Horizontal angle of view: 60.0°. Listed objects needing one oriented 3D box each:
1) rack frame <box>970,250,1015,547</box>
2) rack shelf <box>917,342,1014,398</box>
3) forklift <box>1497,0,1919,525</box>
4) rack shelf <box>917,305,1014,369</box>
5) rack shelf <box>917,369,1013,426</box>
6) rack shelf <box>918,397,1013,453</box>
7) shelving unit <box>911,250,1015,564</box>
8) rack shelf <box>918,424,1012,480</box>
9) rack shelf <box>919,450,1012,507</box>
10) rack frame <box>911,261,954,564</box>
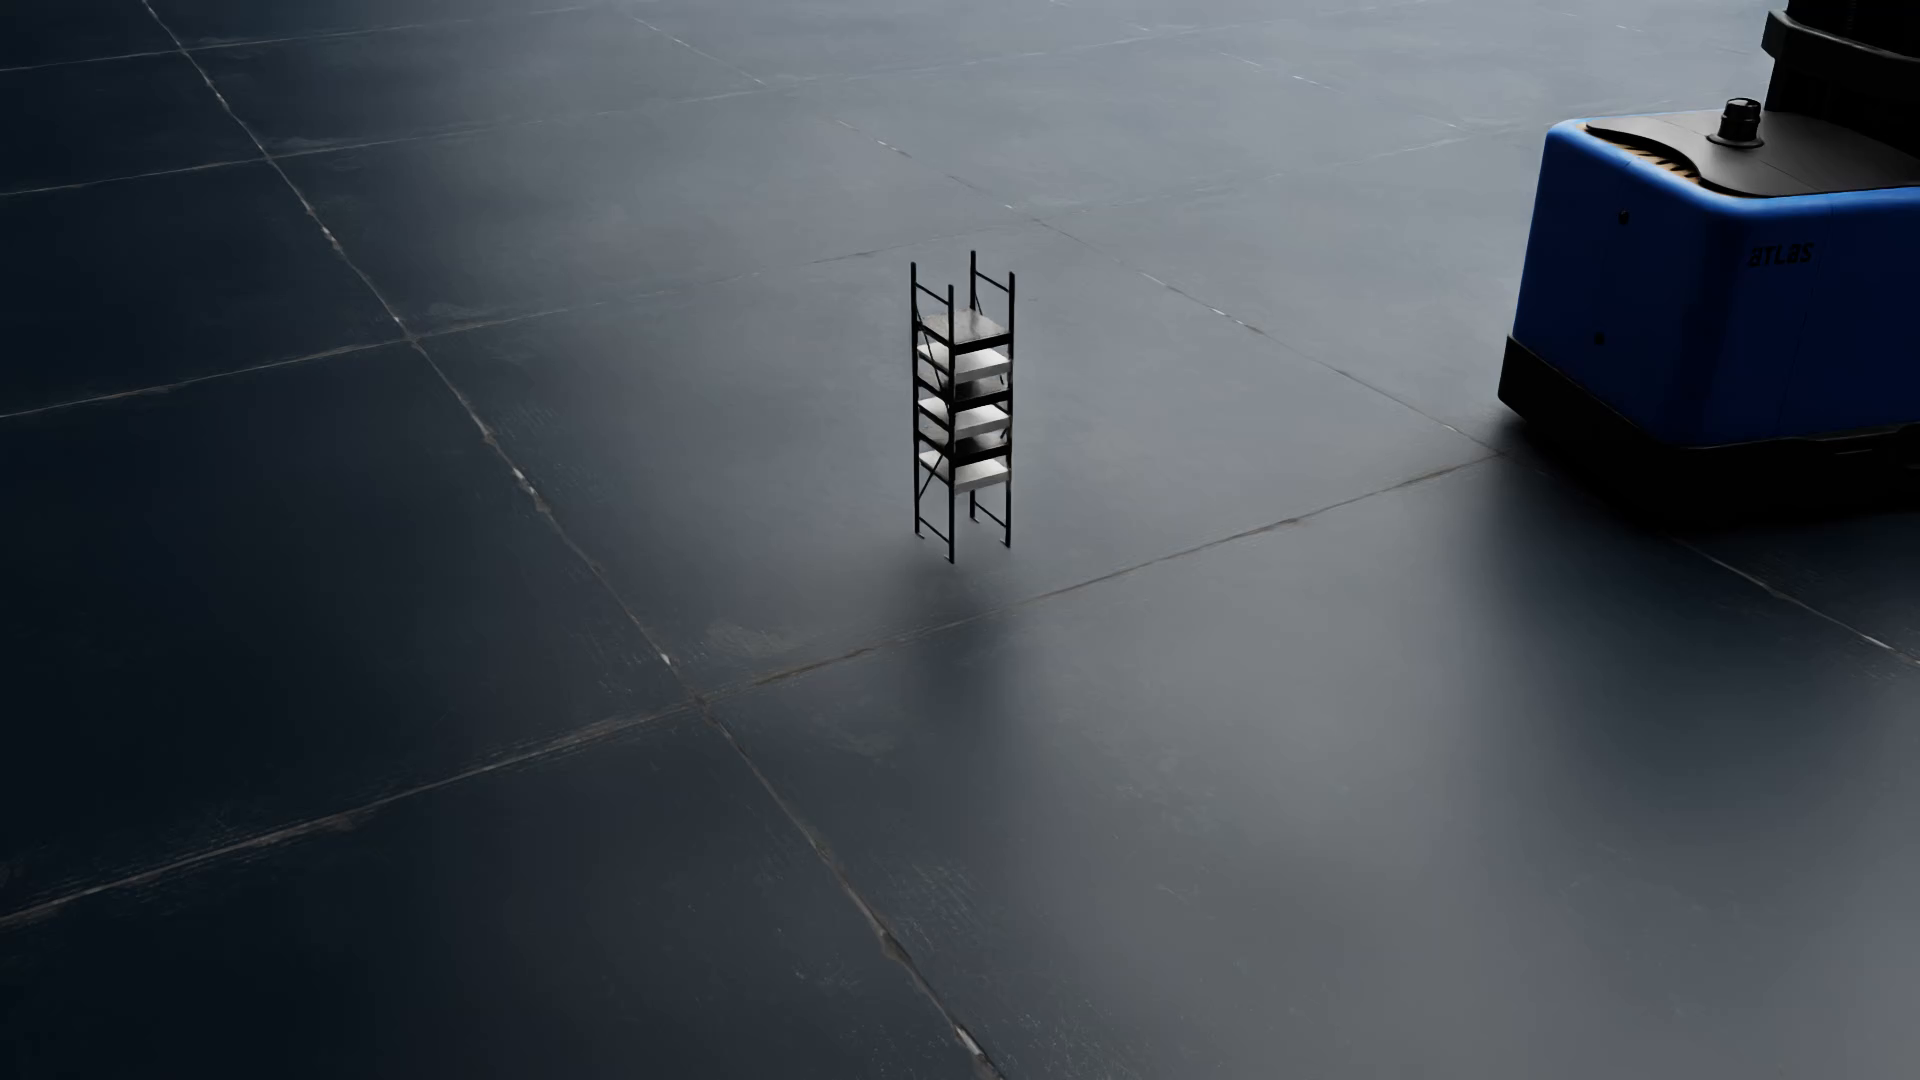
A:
[{"bbox_3d":[0.095,-0.421,5.081,0.006,0.900,0.240,-16,33,-26],"label":"rack frame"},{"bbox_3d":[0.007,-0.524,4.965,0.200,0.077,0.258,-16,33,-26],"label":"rack shelf"},{"bbox_3d":[3.527,-1.699,5.295,3.031,2.935,1.130,-7,30,-12],"label":"forklift"},{"bbox_3d":[0.007,-0.603,4.922,0.200,0.077,0.258,-16,33,-26],"label":"rack shelf"},{"bbox_3d":[0.007,-0.446,5.009,0.200,0.077,0.258,-16,33,-26],"label":"rack shelf"},{"bbox_3d":[0.007,-0.367,5.052,0.200,0.077,0.258,-16,33,-26],"label":"rack shelf"},{"bbox_3d":[0.007,-0.396,5.036,0.210,0.900,0.258,-16,33,-26],"label":"shelving unit"},{"bbox_3d":[0.007,-0.288,5.096,0.200,0.077,0.258,-16,33,-26],"label":"rack shelf"},{"bbox_3d":[0.007,-0.209,5.139,0.200,0.077,0.258,-16,33,-26],"label":"rack shelf"},{"bbox_3d":[-0.081,-0.371,4.991,0.006,0.900,0.240,-16,33,-26],"label":"rack frame"}]
